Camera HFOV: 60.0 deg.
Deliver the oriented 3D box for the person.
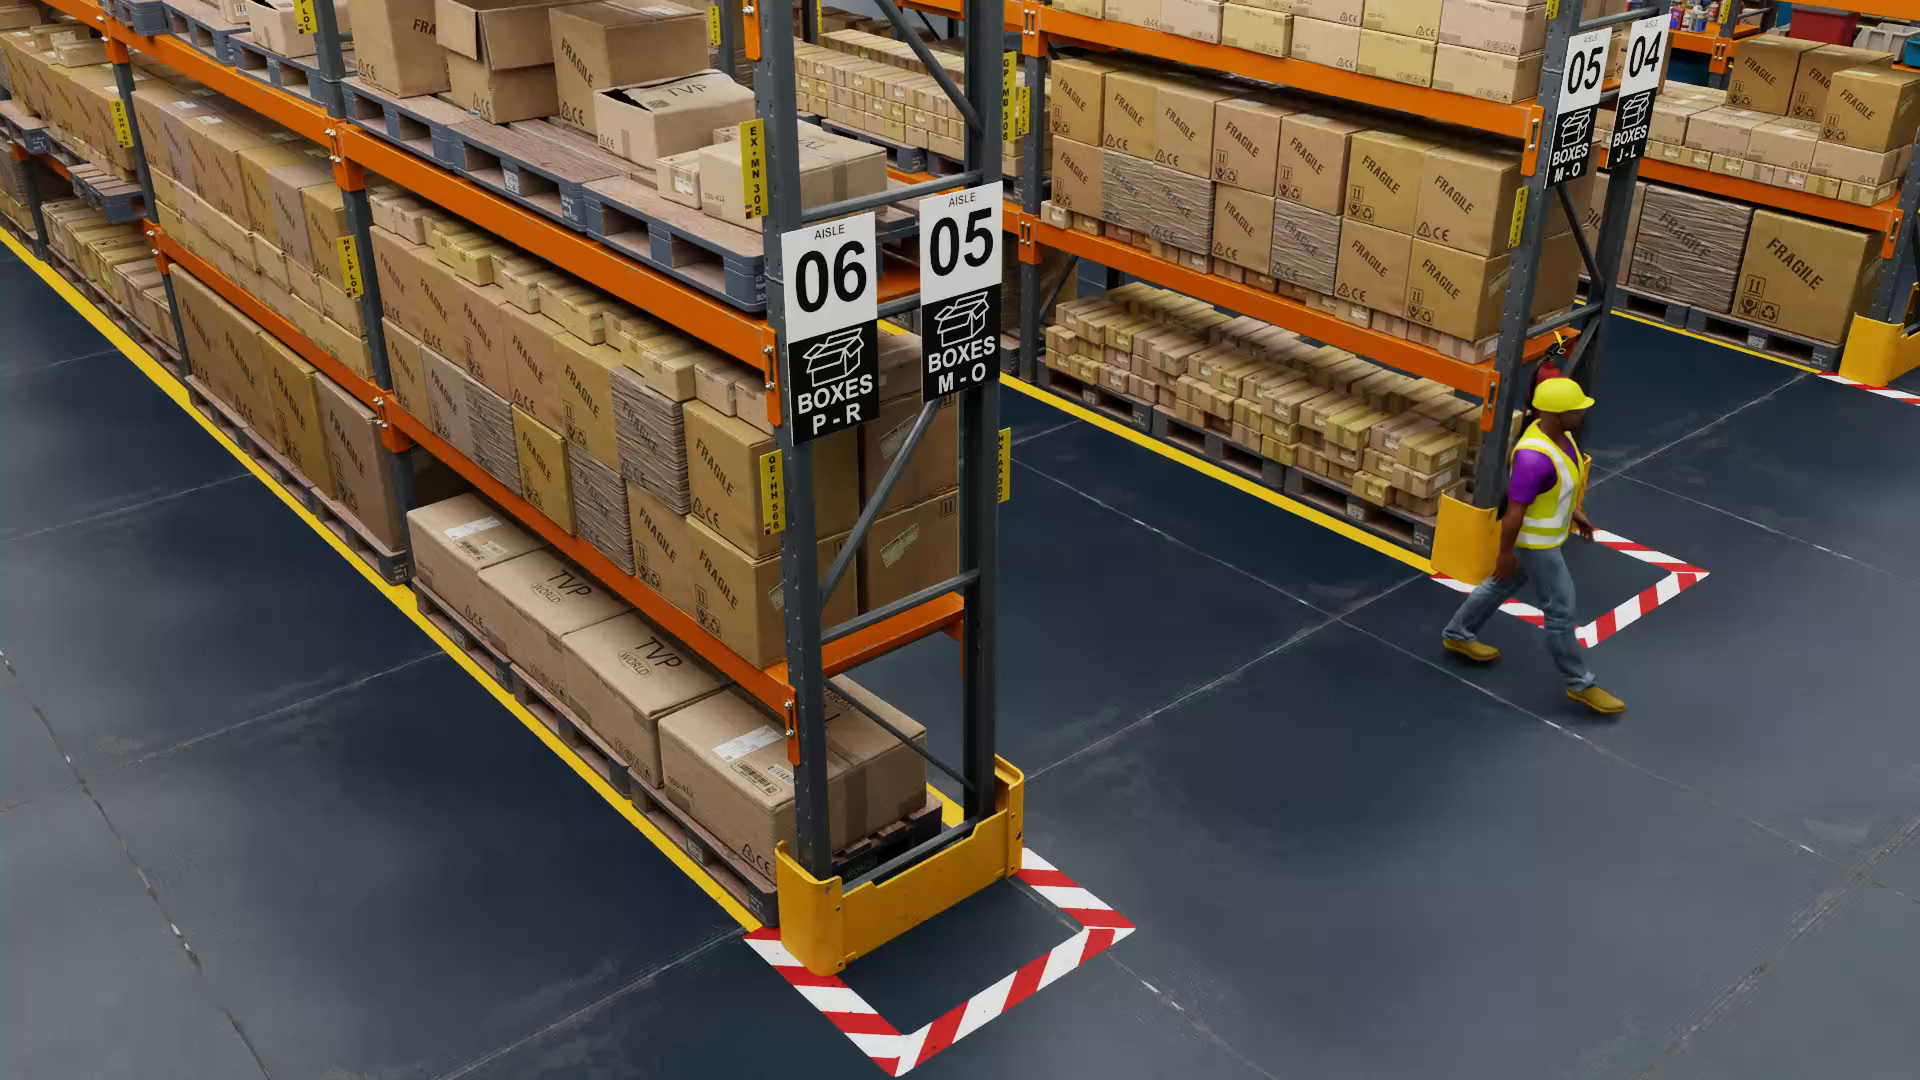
[{"bbox_3d":[3.095,-0.030,8.617,1.001,1.711,0.609,12,30,22],"label":"person"}]
